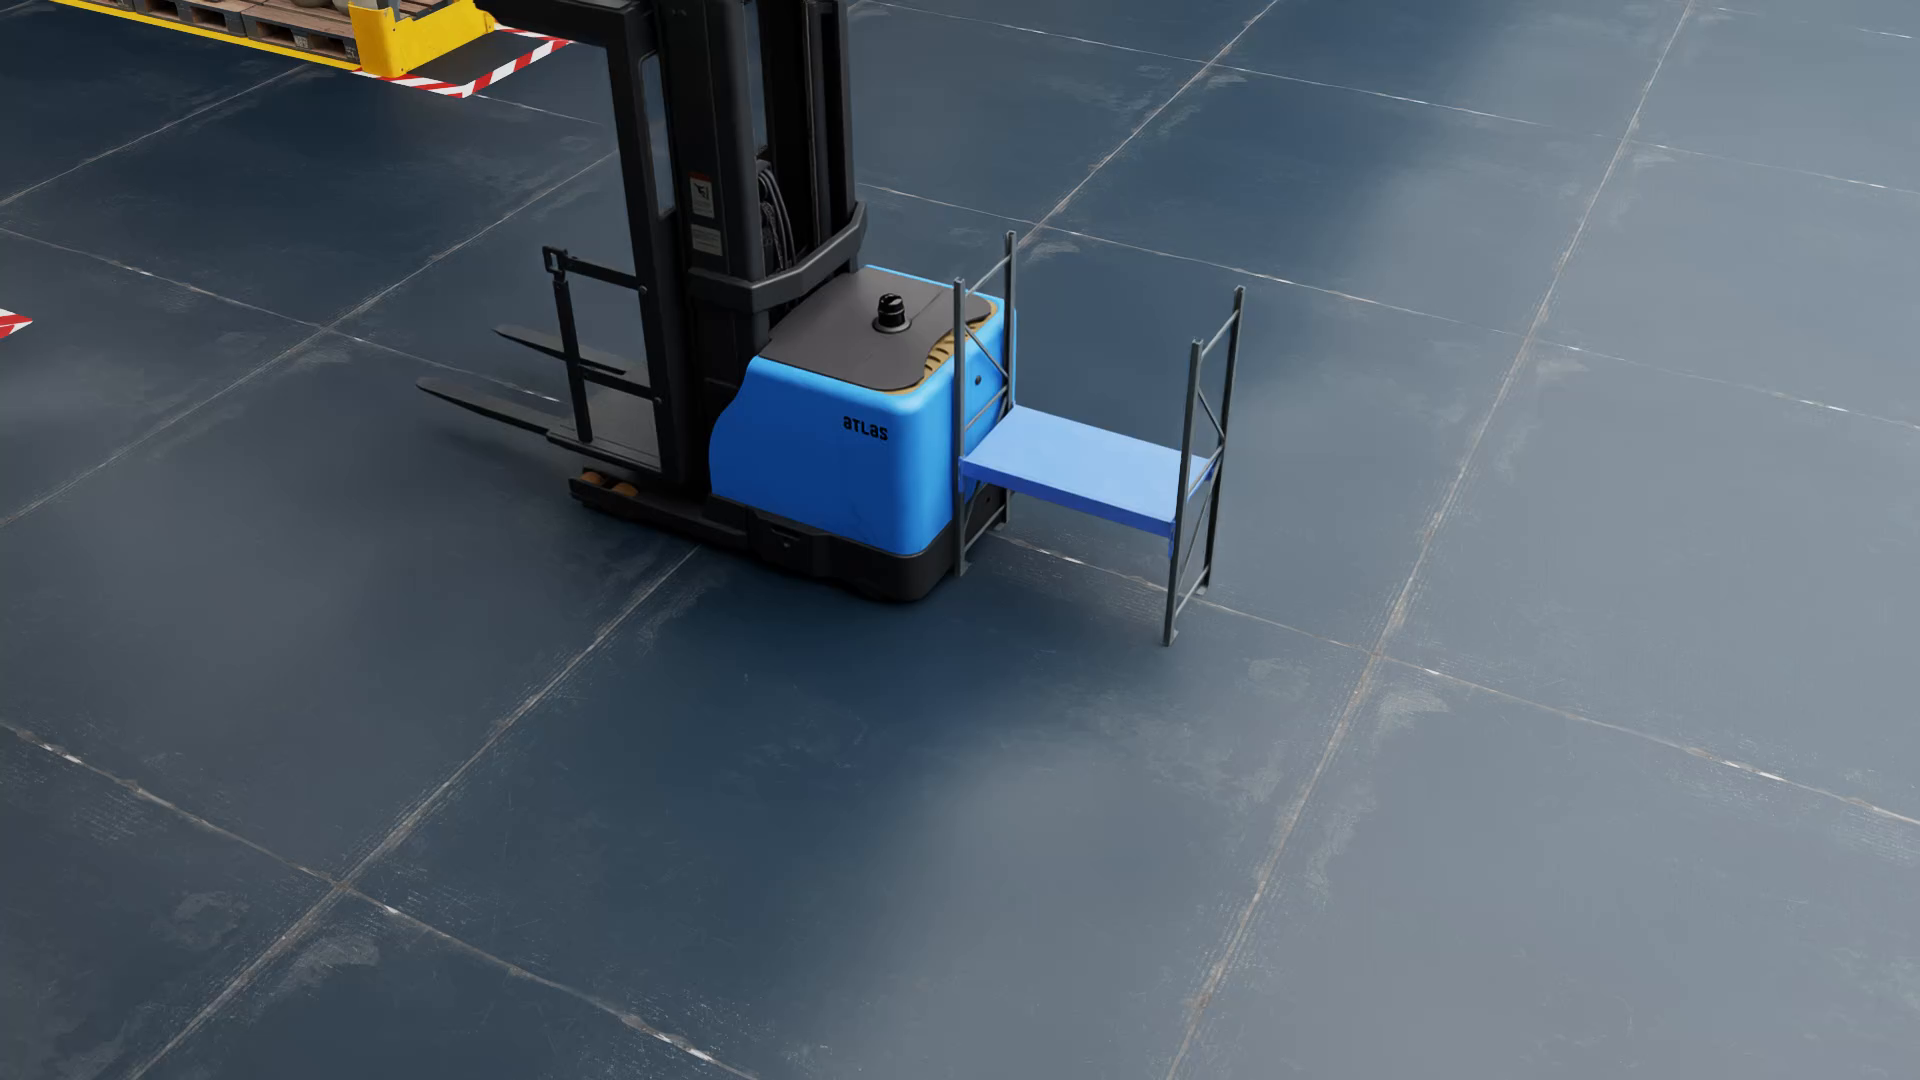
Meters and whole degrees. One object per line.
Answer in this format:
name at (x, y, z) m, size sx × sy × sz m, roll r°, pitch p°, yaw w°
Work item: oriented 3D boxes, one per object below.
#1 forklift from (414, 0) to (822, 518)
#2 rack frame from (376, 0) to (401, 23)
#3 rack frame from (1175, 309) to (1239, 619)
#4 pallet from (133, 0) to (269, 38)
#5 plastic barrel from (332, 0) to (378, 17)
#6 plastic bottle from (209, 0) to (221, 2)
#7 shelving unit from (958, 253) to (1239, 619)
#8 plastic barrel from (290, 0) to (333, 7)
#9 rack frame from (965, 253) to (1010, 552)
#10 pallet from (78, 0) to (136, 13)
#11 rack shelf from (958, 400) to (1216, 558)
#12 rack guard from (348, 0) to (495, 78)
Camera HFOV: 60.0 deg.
forklift at (-1.277, -1.535, 7.348) m, size 3.031 × 2.935 × 1.121 m, roll 18°, pitch 41°, yaw 22°
rack frame at (-3.949, -4.942, 11.779) m, size 0.127 × 3.000 × 1.000 m, roll 17°, pitch 41°, yaw 21°
rack frame at (1.003, -0.275, 6.872) m, size 0.013 × 1.308 × 0.475 m, roll 18°, pitch 41°, yaw 22°
pallet at (-5.836, -4.396, 13.366) m, size 1.213 × 0.211 × 1.003 m, roll 17°, pitch 41°, yaw 21°
plastic barrel at (-4.568, -4.260, 12.591) m, size 0.421 × 0.512 × 0.421 m, roll 0°, pitch 37°, yaw 0°
plastic bottle at (-5.781, -4.278, 12.855) m, size 0.097 × 0.201 × 0.097 m, roll 0°, pitch 37°, yaw 0°
shelving unit at (0.553, -0.419, 7.062) m, size 1.030 × 1.308 × 0.538 m, roll 18°, pitch 41°, yaw 22°
plastic barrel at (-5.013, -4.399, 12.775) m, size 0.421 × 0.512 × 0.421 m, roll 0°, pitch 37°, yaw 0°
rack frame at (0.106, -0.565, 7.254) m, size 0.013 × 1.308 × 0.475 m, roll 18°, pitch 41°, yaw 22°
pallet at (-6.923, -4.734, 13.812) m, size 1.213 × 0.211 × 1.003 m, roll 17°, pitch 41°, yaw 21°
rack shelf at (0.553, -0.276, 7.171) m, size 1.000 × 0.185 × 0.538 m, roll 18°, pitch 41°, yaw 22°
rack guard at (-4.038, -3.942, 12.530) m, size 0.348 × 0.500 × 1.175 m, roll 17°, pitch 41°, yaw 21°
